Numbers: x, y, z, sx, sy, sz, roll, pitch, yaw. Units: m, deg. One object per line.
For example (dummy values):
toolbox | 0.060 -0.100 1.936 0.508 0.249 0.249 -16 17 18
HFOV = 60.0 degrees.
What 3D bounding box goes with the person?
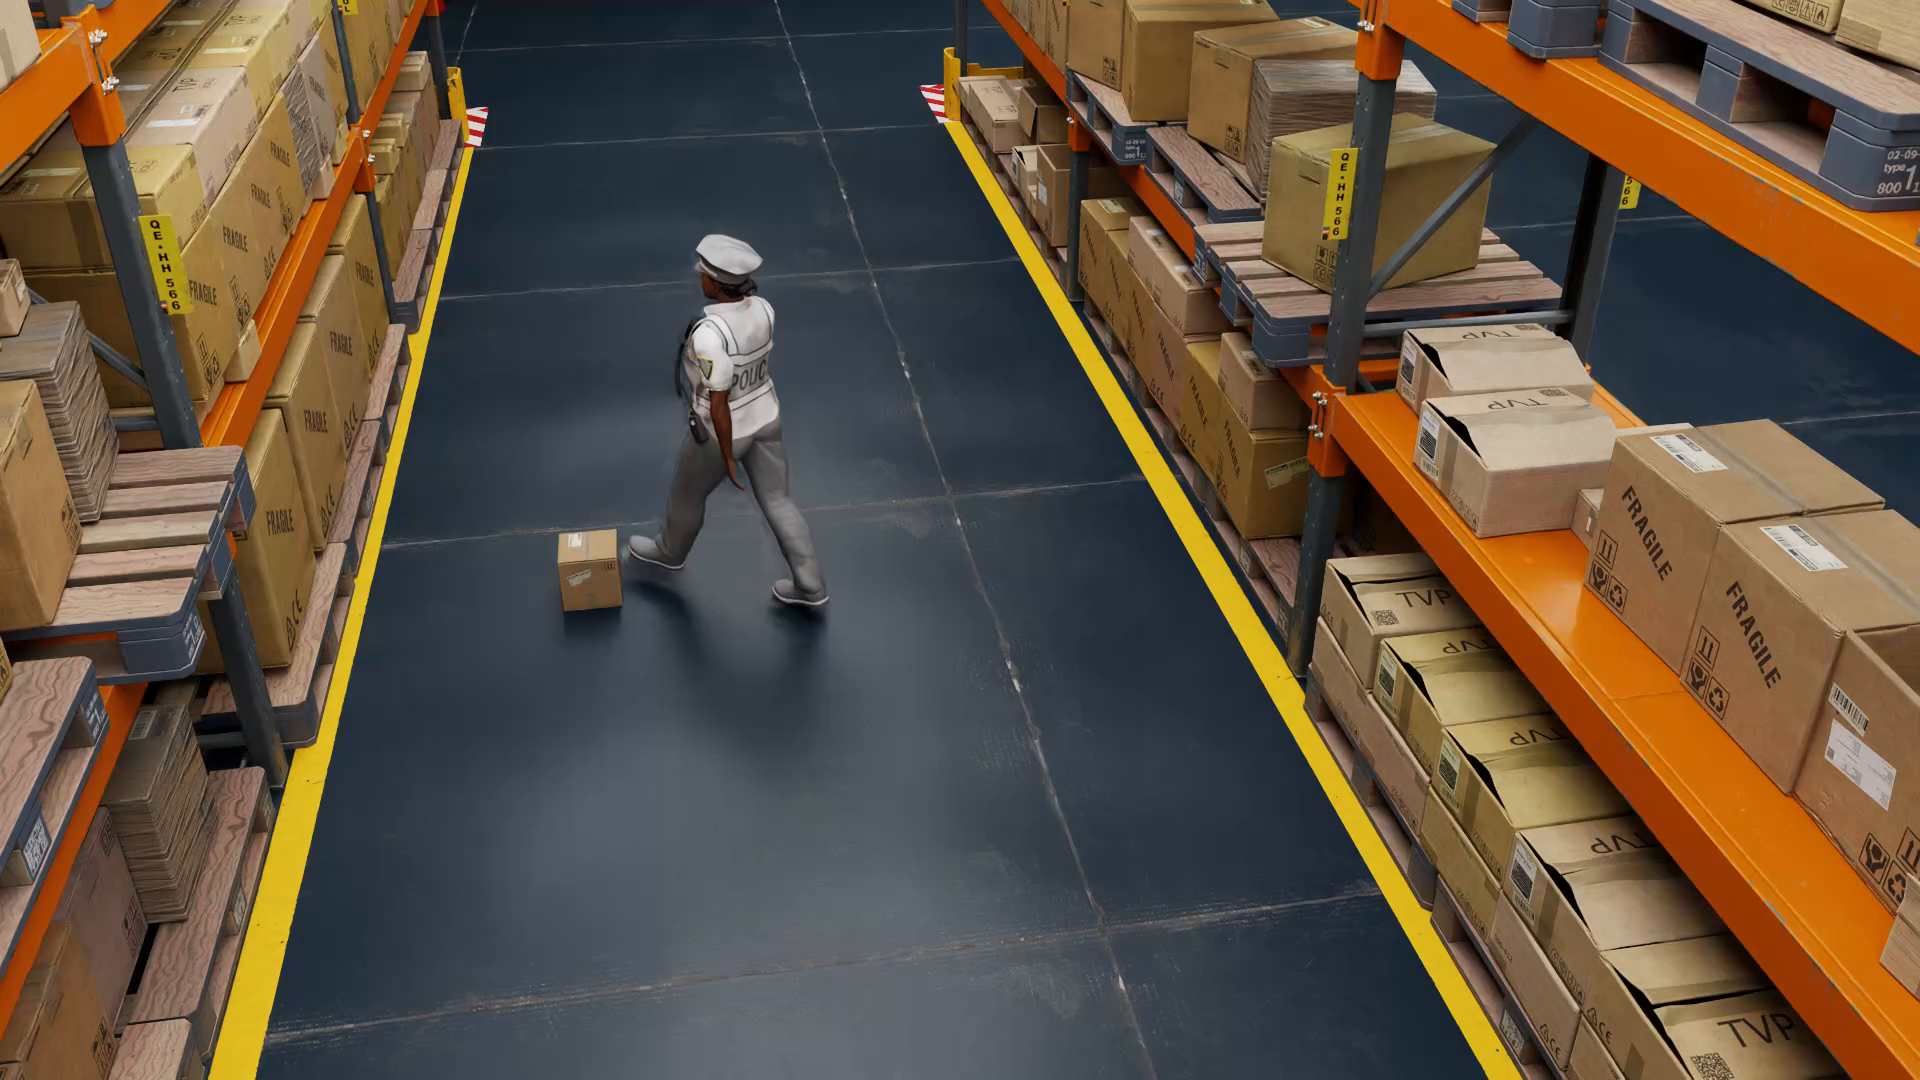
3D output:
person | -1.004 -0.523 6.972 1.012 1.618 0.457 24 38 34
